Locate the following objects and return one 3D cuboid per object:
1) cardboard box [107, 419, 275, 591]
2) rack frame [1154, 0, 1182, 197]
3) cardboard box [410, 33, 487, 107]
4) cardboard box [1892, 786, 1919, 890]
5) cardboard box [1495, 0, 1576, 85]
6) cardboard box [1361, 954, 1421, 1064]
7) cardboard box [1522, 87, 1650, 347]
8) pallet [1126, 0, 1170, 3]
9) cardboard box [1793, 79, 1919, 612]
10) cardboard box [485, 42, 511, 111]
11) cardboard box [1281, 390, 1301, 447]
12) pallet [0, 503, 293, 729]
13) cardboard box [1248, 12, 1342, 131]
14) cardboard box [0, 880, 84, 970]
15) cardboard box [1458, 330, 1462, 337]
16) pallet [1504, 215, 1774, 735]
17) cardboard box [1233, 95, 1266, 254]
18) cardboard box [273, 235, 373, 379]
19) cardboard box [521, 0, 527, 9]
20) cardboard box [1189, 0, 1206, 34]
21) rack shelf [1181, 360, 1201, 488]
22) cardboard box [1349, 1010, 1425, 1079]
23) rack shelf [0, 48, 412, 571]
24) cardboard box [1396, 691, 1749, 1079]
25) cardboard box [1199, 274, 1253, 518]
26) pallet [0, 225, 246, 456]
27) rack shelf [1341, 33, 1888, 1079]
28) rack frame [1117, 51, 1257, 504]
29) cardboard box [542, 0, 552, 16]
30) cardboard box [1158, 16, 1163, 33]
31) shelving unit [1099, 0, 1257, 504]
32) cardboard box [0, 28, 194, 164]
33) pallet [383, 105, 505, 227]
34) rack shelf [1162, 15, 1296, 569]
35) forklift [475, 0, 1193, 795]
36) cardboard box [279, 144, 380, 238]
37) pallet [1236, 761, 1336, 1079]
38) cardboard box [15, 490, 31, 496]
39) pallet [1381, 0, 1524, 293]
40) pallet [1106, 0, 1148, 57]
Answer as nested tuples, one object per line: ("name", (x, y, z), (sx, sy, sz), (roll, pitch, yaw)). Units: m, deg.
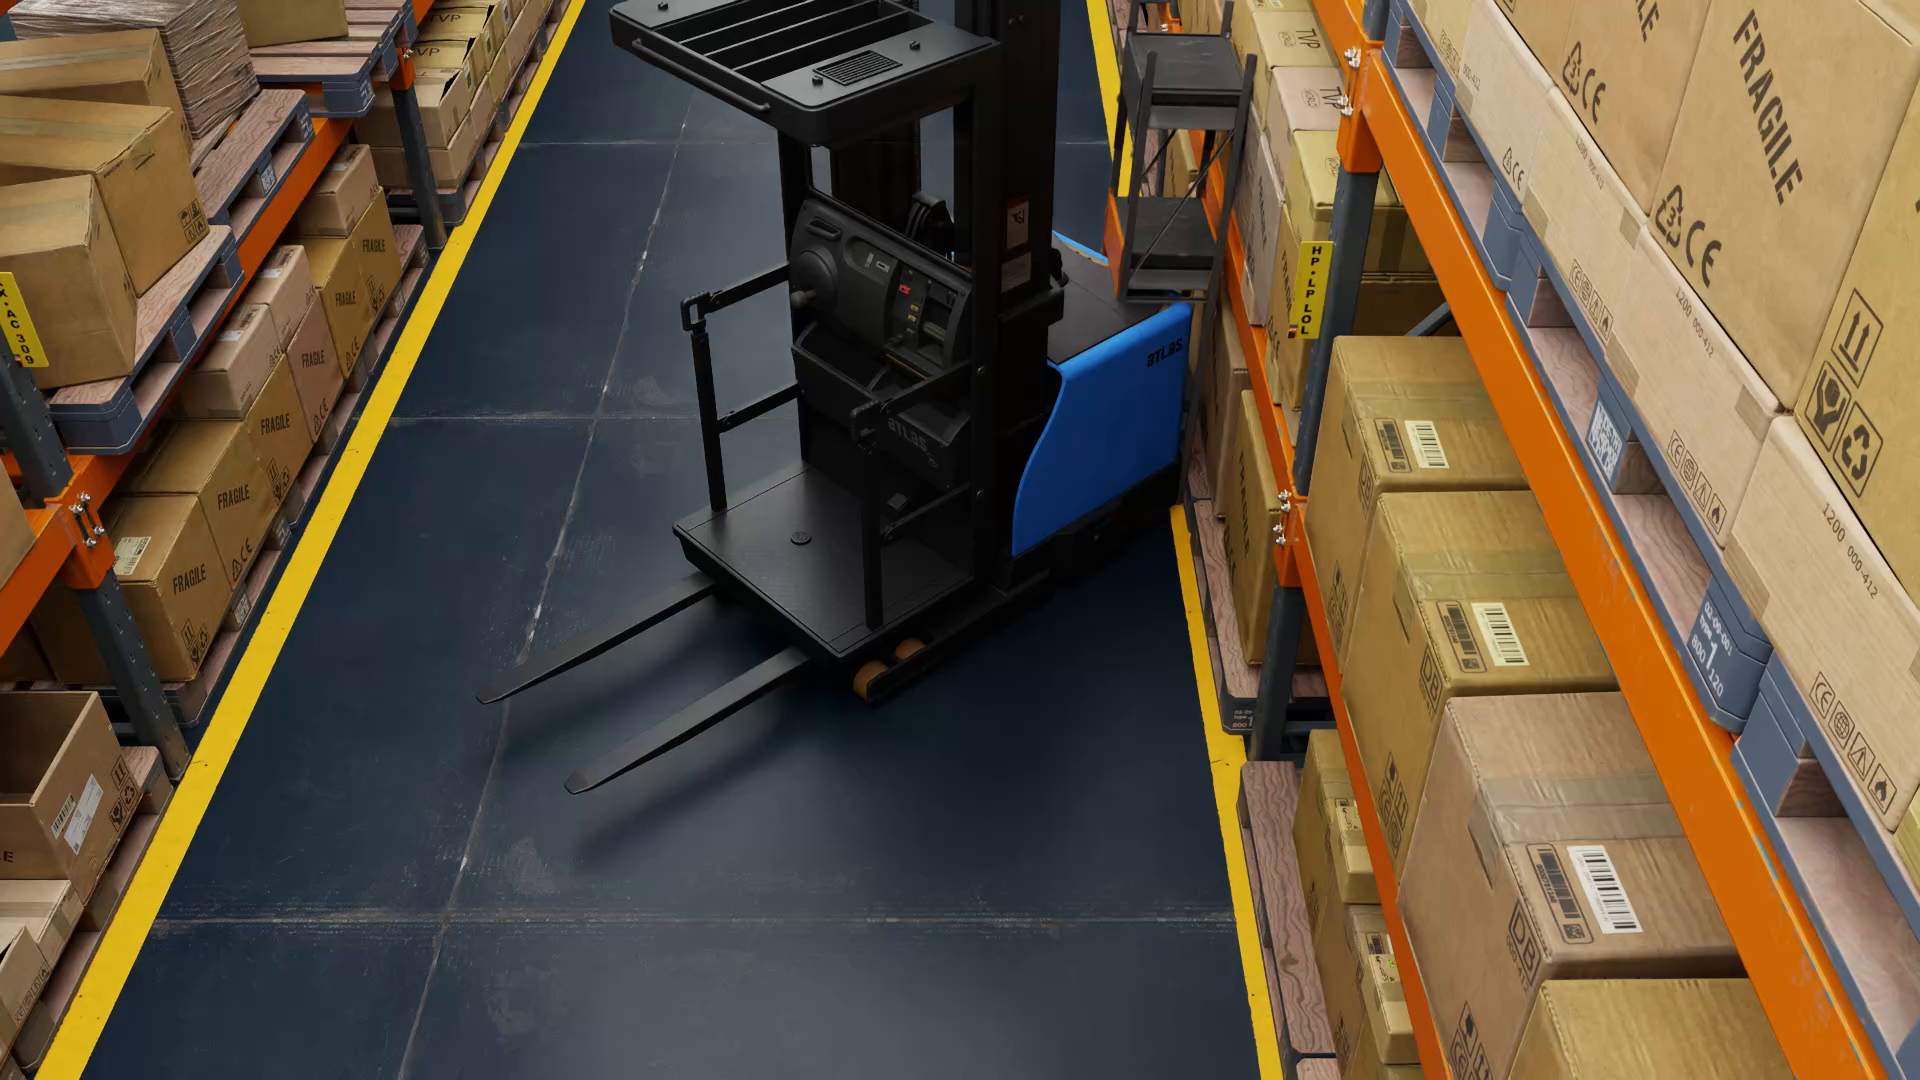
("cardboard box", (-3.144, -0.147, 6.681), (0.500, 0.500, 0.500), (0, 39, 1))
("rack frame", (1.574, -2.821, 8.372), (1.000, 3.000, 0.127), (0, 39, 0))
("cardboard box", (-3.096, -2.781, 9.737), (0.500, 0.311, 0.500), (-1, 39, -1))
("cardboard box", (1.317, 0.409, 1.647), (0.500, 0.250, 0.500), (1, 39, 1))
("cardboard box", (1.305, -1.160, 3.005), (0.500, 0.500, 0.500), (-1, 39, -1))
("cardboard box", (1.295, 1.247, 4.440), (0.380, 0.149, 0.250), (-1, 39, -1))
("cardboard box", (1.310, -0.563, 2.860), (0.500, 0.250, 0.500), (-1, 39, -1))
("pallet", (1.466, -3.192, 8.988), (1.213, 0.211, 1.003), (0, 39, 0))
("cardboard box", (1.319, -0.197, 1.802), (0.500, 0.500, 0.500), (1, 39, 1))
("cardboard box", (-3.095, -2.874, 10.300), (0.500, 0.250, 0.500), (-1, 39, -1))
("cardboard box", (1.295, -0.441, 5.586), (0.380, 0.149, 0.250), (0, 39, 0))
("pallet", (-3.414, 0.265, 6.750), (1.003, 0.211, 1.213), (0, 39, 0))
("cardboard box", (1.330, -1.706, 6.047), (0.500, 0.250, 0.500), (1, 39, 1))
("cardboard box", (-3.031, 1.217, 5.260), (0.380, 0.149, 0.250), (0, 39, 0))
("cardboard box", (1.830, -0.771, 5.479), (0.500, 0.500, 0.500), (-1, 39, -2))
("pallet", (1.567, -0.183, 2.752), (1.003, 0.211, 1.213), (0, 39, 0))
("cardboard box", (1.323, -1.405, 6.270), (0.500, 0.500, 0.500), (0, 39, 0))
("cardboard box", (-3.144, -1.103, 7.875), (0.500, 0.500, 0.500), (-1, 39, -2))
("cardboard box", (-3.092, -3.736, 10.928), (0.500, 0.311, 0.500), (0, 39, 0))
("cardboard box", (1.310, -2.353, 7.454), (0.500, 0.500, 0.500), (1, 39, 1))
("rack shelf", (0.793, -0.579, 7.361), (0.431, 0.518, 0.480), (0, 40, -3))
("cardboard box", (1.472, 1.594, 4.525), (0.700, 0.500, 0.500), (1, 39, 1))
("rack shelf", (-3.378, -1.284, 7.029), (1.077, 0.370, 4.000), (0, 39, 0))
("cardboard box", (1.569, 0.814, 3.596), (0.980, 0.700, 0.700), (-2, 39, -2))
("cardboard box", (1.444, -0.607, 6.992), (0.750, 0.750, 0.750), (1, 39, 1))
("pallet", (-3.267, -0.739, 5.927), (1.003, 0.211, 1.213), (0, 39, 0))
("rack shelf", (1.581, 0.041, 2.977), (1.077, 0.370, 4.000), (0, 39, 0))
("rack frame", (0.834, -0.966, 6.715), (0.400, 2.100, 0.015), (0, 40, -3))
("cardboard box", (-3.095, -3.832, 11.496), (0.500, 0.250, 0.500), (-1, 39, -1))
("cardboard box", (1.607, -3.101, 10.368), (0.700, 0.500, 0.500), (0, 39, 0))
("shelving unit", (0.824, -1.124, 6.901), (0.431, 2.100, 0.503), (0, 40, -3))
("cardboard box", (-3.439, -1.622, 6.459), (0.700, 0.500, 0.500), (-9, 40, -11))
("pallet", (-3.342, -2.242, 9.879), (1.003, 0.211, 1.213), (0, 39, 0))
("rack shelf", (1.576, -1.290, 7.036), (1.077, 0.370, 4.000), (0, 39, 0))
("forklift", (-0.461, -0.879, 6.003), (3.031, 2.935, 1.130), (-30, 47, -32))
("cardboard box", (-3.140, -1.684, 8.001), (0.500, 0.250, 0.500), (1, 39, 2))
("pallet", (1.501, 1.244, 5.529), (1.003, 0.211, 1.213), (0, 39, 0))
("cardboard box", (-3.655, -0.128, 6.658), (0.500, 0.500, 0.500), (0, 39, 0))
("pallet", (1.569, -0.944, 3.702), (1.003, 0.211, 1.213), (0, 39, 0))
("pallet", (1.571, -3.748, 11.758), (1.003, 0.211, 1.213), (0, 39, 0))
